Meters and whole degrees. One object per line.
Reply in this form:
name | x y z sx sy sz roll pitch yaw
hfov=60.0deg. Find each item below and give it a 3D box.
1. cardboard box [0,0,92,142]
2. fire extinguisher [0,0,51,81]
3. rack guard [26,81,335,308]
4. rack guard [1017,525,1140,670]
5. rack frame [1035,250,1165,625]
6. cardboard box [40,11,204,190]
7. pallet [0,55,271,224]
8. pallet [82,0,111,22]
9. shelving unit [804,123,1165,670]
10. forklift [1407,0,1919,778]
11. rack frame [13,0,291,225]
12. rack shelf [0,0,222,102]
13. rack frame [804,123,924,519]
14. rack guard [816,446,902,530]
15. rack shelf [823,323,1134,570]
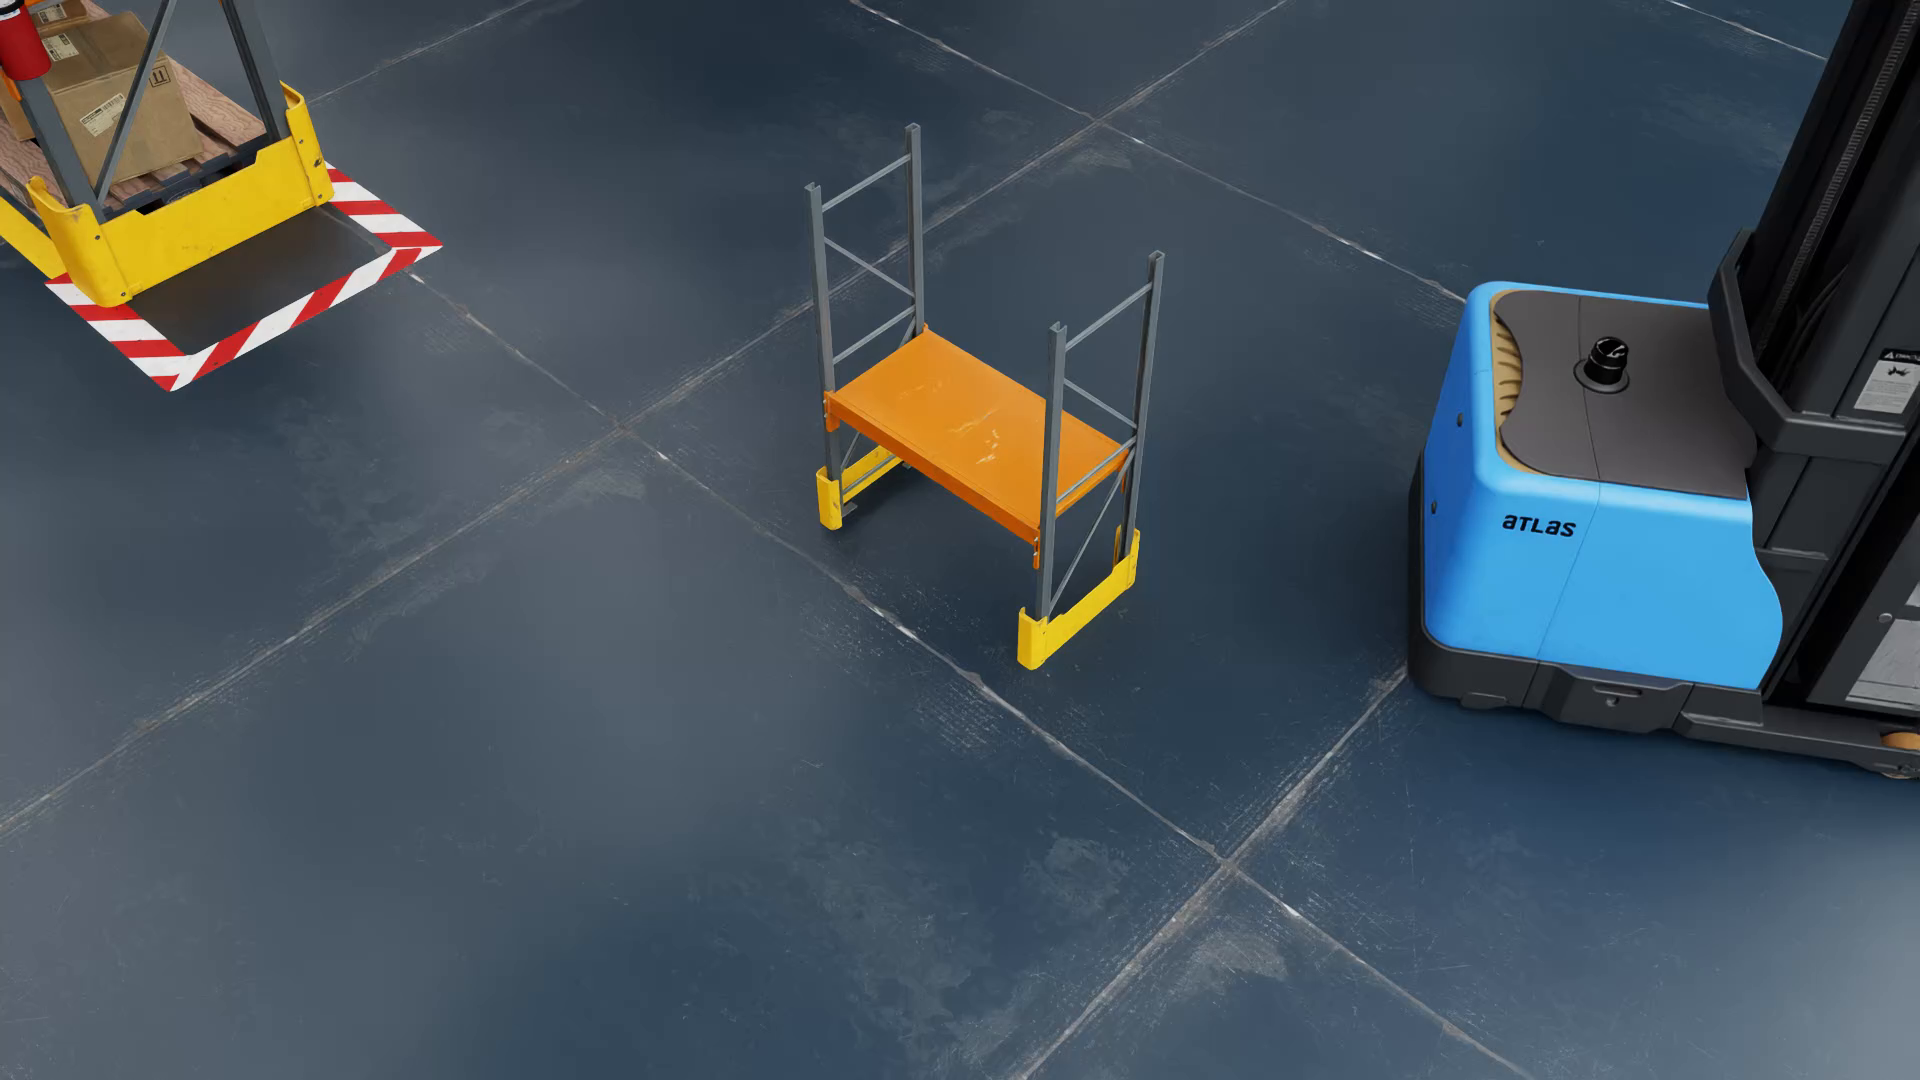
cardboard box | -4.271 -2.255 7.737 0.500 0.500 0.500 -25 52 -21
fire extinguisher | -3.589 -2.042 6.163 0.183 0.674 0.296 34 55 28
rack guard | -3.416 -1.554 7.366 0.348 0.500 1.175 34 55 28
rack guard | 0.422 0.198 5.892 0.087 0.250 0.587 34 55 28
rack frame | 0.436 -0.220 5.428 0.032 1.500 0.500 34 55 28
cardboard box | -3.808 -1.978 7.476 0.500 0.500 0.500 -28 53 -24
pallet | -3.989 -1.876 7.867 1.213 0.211 1.003 34 55 28
pallet | -4.882 -2.479 8.433 1.213 0.211 1.003 34 55 28
shelving unit | 0.056 -0.476 5.668 1.083 1.500 0.587 34 55 28
forklift | 3.109 -0.611 4.813 3.031 2.935 1.130 8 47 7
rack frame | -3.361 -2.372 6.420 0.127 3.000 1.000 34 55 28
rack shelf | -4.830 -3.115 7.611 4.000 0.370 1.077 34 55 28
rack frame | -0.311 -0.723 5.900 0.032 1.500 0.500 34 55 28
rack guard | -0.310 -0.294 6.355 0.087 0.250 0.587 34 55 28
rack shelf | 0.063 -0.348 5.795 1.000 0.185 0.538 34 55 28
